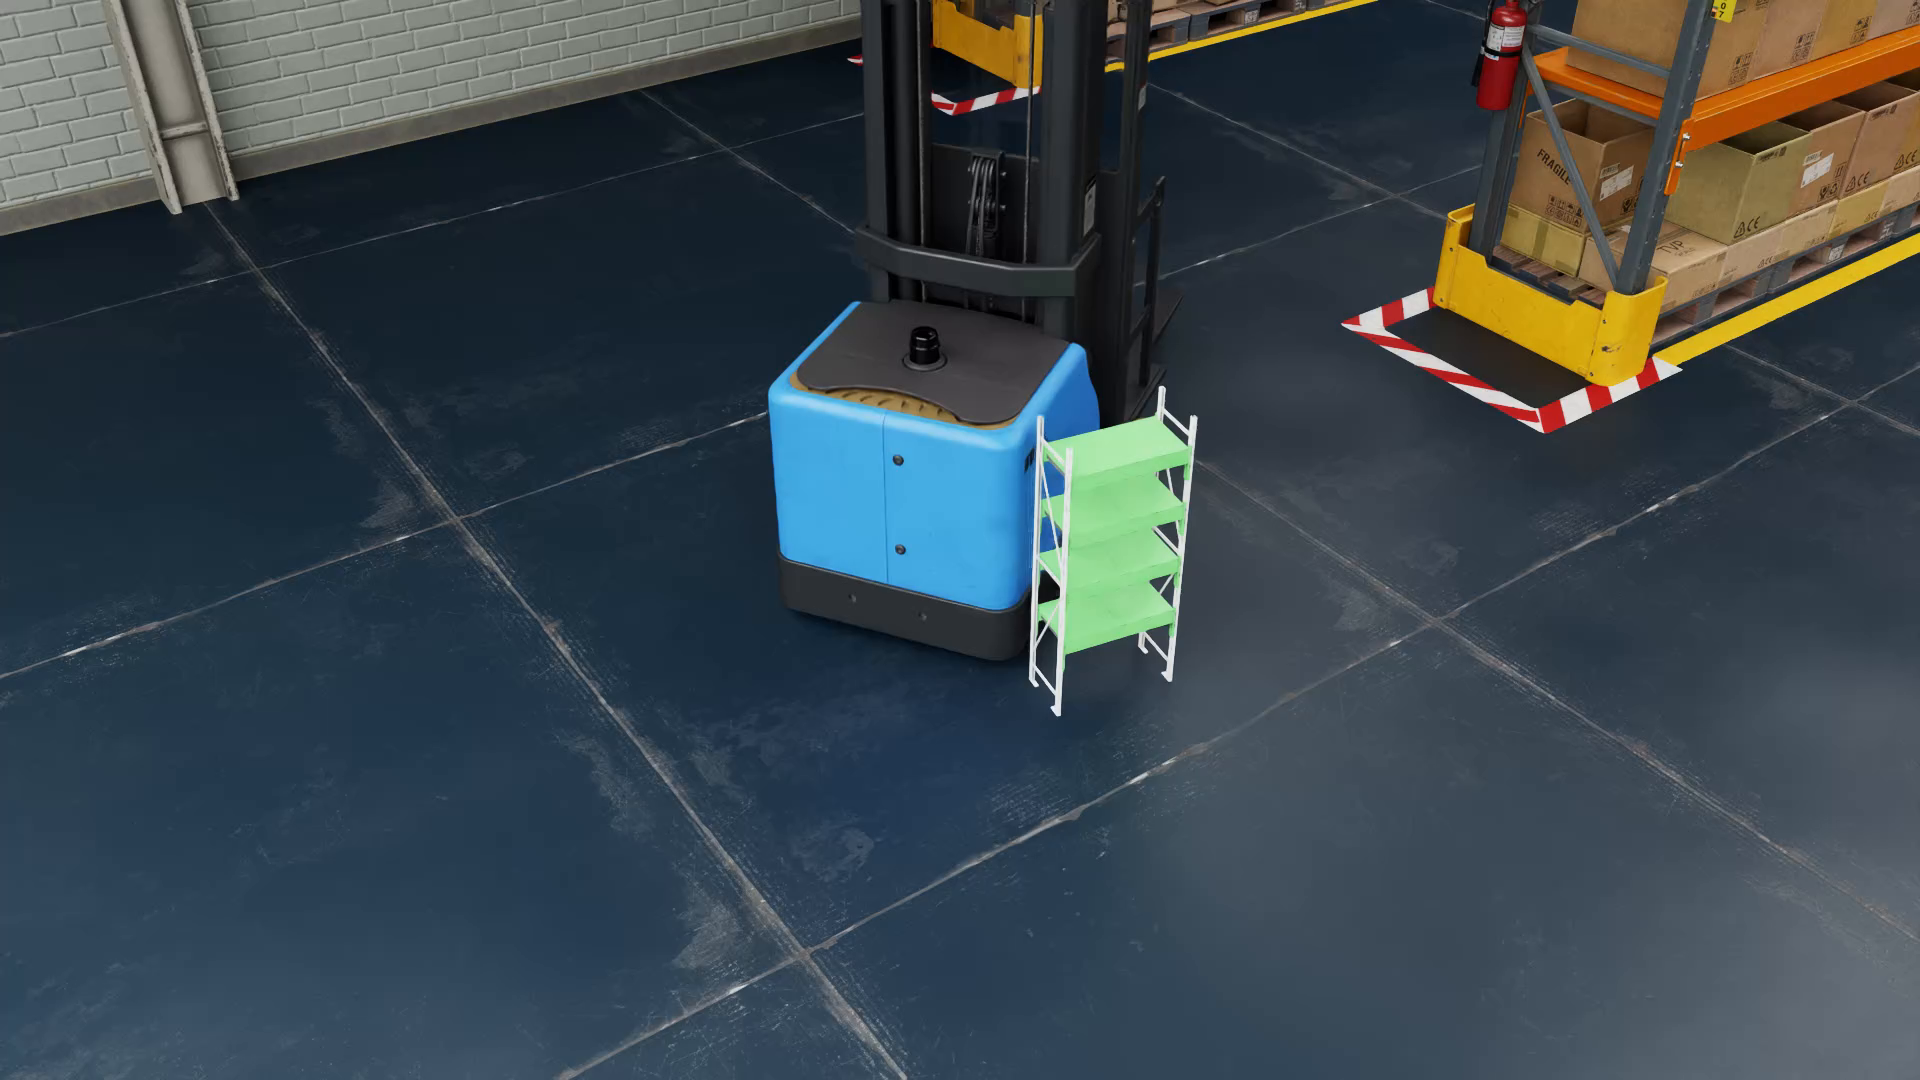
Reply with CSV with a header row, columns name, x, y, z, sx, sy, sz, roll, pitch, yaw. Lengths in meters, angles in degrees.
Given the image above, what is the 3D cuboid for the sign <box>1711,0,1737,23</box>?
name,x,y,z,sx,sy,sz,roll,pitch,yaw
sign,3.360,-2.431,7.252,0.005,0.325,0.100,-22,41,-28

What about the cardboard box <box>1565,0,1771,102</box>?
name,x,y,z,sx,sy,sz,roll,pitch,yaw
cardboard box,3.434,-2.506,8.080,0.500,0.500,0.700,-22,41,-28

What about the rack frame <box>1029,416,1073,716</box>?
name,x,y,z,sx,sy,sz,roll,pitch,yaw
rack frame,0.326,0.118,6.058,0.015,1.200,0.240,-15,38,-20

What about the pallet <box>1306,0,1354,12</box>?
name,x,y,z,sx,sy,sz,roll,pitch,yaw
pallet,2.930,-4.648,13.532,1.213,0.211,1.003,-22,41,-28

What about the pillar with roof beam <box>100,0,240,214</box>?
name,x,y,z,sx,sy,sz,roll,pitch,yaw
pillar with roof beam,-2.162,-3.688,4.671,0.400,9.000,9.100,-22,41,-28

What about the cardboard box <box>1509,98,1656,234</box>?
name,x,y,z,sx,sy,sz,roll,pitch,yaw
cardboard box,3.312,-1.996,8.809,0.500,0.500,0.500,-22,41,-28

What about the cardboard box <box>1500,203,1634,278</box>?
name,x,y,z,sx,sy,sz,roll,pitch,yaw
cardboard box,3.314,-1.690,9.026,0.500,0.250,0.500,-22,41,-28

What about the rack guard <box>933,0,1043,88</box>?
name,x,y,z,sx,sy,sz,roll,pitch,yaw
rack guard,0.251,-3.688,11.950,0.348,0.500,1.175,-22,41,-28

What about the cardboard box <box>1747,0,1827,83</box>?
name,x,y,z,sx,sy,sz,roll,pitch,yaw
cardboard box,3.861,-2.685,8.329,0.500,0.500,0.700,-21,41,-27

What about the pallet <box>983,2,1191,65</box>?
name,x,y,z,sx,sy,sz,roll,pitch,yaw
pallet,0.935,-3.827,12.391,1.213,0.211,1.003,-22,41,-28

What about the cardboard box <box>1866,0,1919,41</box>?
name,x,y,z,sx,sy,sz,roll,pitch,yaw
cardboard box,4.698,-3.028,8.806,0.500,0.500,0.700,-21,41,-27

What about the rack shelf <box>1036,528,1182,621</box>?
name,x,y,z,sx,sy,sz,roll,pitch,yaw
rack shelf,0.548,0.111,6.178,0.480,0.148,0.258,-15,38,-20

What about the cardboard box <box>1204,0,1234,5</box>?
name,x,y,z,sx,sy,sz,roll,pitch,yaw
cardboard box,1.901,-4.446,12.626,0.500,0.500,0.700,-25,43,-31

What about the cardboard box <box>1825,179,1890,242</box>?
name,x,y,z,sx,sy,sz,roll,pitch,yaw
cardboard box,4.839,-1.947,9.383,0.500,0.250,0.500,-22,41,-28

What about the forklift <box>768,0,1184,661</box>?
name,x,y,z,sx,sy,sz,roll,pitch,yaw
forklift,0.287,-1.576,6.931,1.130,2.935,3.031,13,38,18

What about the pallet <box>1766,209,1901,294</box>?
name,x,y,z,sx,sy,sz,roll,pitch,yaw
pallet,4.643,-1.868,9.666,1.213,0.211,1.003,-22,41,-28

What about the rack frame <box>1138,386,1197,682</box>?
name,x,y,z,sx,sy,sz,roll,pitch,yaw
rack frame,0.770,0.000,6.223,0.015,1.200,0.240,-15,38,-20

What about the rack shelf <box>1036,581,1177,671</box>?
name,x,y,z,sx,sy,sz,roll,pitch,yaw
rack shelf,0.548,0.306,6.318,0.480,0.148,0.258,-15,38,-20

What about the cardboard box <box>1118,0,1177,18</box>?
name,x,y,z,sx,sy,sz,roll,pitch,yaw
cardboard box,1.272,-4.146,12.372,0.500,0.311,0.500,-19,40,-24

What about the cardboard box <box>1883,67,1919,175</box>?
name,x,y,z,sx,sy,sz,roll,pitch,yaw
cardboard box,5.240,-2.426,9.407,0.500,0.500,0.500,-22,41,-28

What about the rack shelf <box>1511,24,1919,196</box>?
name,x,y,z,sx,sy,sz,roll,pitch,yaw
rack shelf,4.680,-2.695,9.044,4.000,0.370,1.077,-22,41,-28

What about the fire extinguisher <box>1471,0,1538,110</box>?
name,x,y,z,sx,sy,sz,roll,pitch,yaw
fire extinguisher,2.681,-2.465,8.175,0.183,0.674,0.296,-22,41,-28

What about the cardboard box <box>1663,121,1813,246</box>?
name,x,y,z,sx,sy,sz,roll,pitch,yaw
cardboard box,4.020,-1.916,8.699,0.500,0.500,0.500,-22,41,-28

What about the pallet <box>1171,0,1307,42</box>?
name,x,y,z,sx,sy,sz,roll,pitch,yaw
pallet,1.932,-4.235,12.958,1.213,0.211,1.003,-22,41,-28

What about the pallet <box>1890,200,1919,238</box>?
name,x,y,z,sx,sy,sz,roll,pitch,yaw
pallet,5.641,-2.280,10.240,1.213,0.211,1.003,-22,41,-28

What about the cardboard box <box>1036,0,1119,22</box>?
name,x,y,z,sx,sy,sz,roll,pitch,yaw
cardboard box,0.806,-3.954,12.105,0.500,0.311,0.500,-28,44,-33

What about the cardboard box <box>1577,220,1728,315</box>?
name,x,y,z,sx,sy,sz,roll,pitch,yaw
cardboard box,3.612,-1.443,8.682,0.500,0.250,0.500,-22,41,-28

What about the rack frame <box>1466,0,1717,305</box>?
name,x,y,z,sx,sy,sz,roll,pitch,yaw
rack frame,3.045,-2.314,7.899,0.127,3.000,1.000,-22,41,-28

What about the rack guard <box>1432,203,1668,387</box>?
name,x,y,z,sx,sy,sz,roll,pitch,yaw
rack guard,3.026,-1.292,8.618,0.348,0.500,1.175,-22,41,-28

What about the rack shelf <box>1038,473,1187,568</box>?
name,x,y,z,sx,sy,sz,roll,pitch,yaw
rack shelf,0.548,-0.084,6.038,0.480,0.148,0.258,-15,38,-20

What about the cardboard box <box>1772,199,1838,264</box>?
name,x,y,z,sx,sy,sz,roll,pitch,yaw
cardboard box,4.427,-1.781,9.152,0.500,0.250,0.500,-22,41,-28

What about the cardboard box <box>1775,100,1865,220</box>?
name,x,y,z,sx,sy,sz,roll,pitch,yaw
cardboard box,4.421,-2.091,8.941,0.500,0.500,0.500,-22,41,-28

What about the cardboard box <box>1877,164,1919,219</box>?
name,x,y,z,sx,sy,sz,roll,pitch,yaw
cardboard box,5.247,-2.115,9.617,0.500,0.250,0.500,-22,41,-28

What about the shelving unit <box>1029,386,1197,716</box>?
name,x,y,z,sx,sy,sz,roll,pitch,yaw
shelving unit,0.548,0.059,6.140,0.503,1.200,0.258,-15,38,-20

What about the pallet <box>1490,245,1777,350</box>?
name,x,y,z,sx,sy,sz,roll,pitch,yaw
pallet,3.646,-1.460,9.099,1.213,0.211,1.003,-22,41,-28

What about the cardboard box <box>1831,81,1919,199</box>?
name,x,y,z,sx,sy,sz,roll,pitch,yaw
cardboard box,4.840,-2.251,9.163,0.500,0.500,0.500,-22,41,-28

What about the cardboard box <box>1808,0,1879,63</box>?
name,x,y,z,sx,sy,sz,roll,pitch,yaw
cardboard box,4.270,-2.849,8.557,0.500,0.500,0.700,-22,41,-28

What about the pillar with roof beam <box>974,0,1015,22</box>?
name,x,y,z,sx,sy,sz,roll,pitch,yaw
pillar with roof beam,2.743,-5.707,7.478,0.400,9.000,9.100,-22,41,-28

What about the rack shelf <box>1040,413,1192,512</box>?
name,x,y,z,sx,sy,sz,roll,pitch,yaw
rack shelf,0.548,-0.279,5.898,0.480,0.148,0.258,-15,38,-20

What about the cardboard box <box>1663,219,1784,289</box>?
name,x,y,z,sx,sy,sz,roll,pitch,yaw
cardboard box,4.019,-1.613,8.919,0.500,0.250,0.500,-22,41,-28

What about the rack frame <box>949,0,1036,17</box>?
name,x,y,z,sx,sy,sz,roll,pitch,yaw
rack frame,0.189,-4.677,11.185,0.127,3.000,1.000,-22,41,-28
